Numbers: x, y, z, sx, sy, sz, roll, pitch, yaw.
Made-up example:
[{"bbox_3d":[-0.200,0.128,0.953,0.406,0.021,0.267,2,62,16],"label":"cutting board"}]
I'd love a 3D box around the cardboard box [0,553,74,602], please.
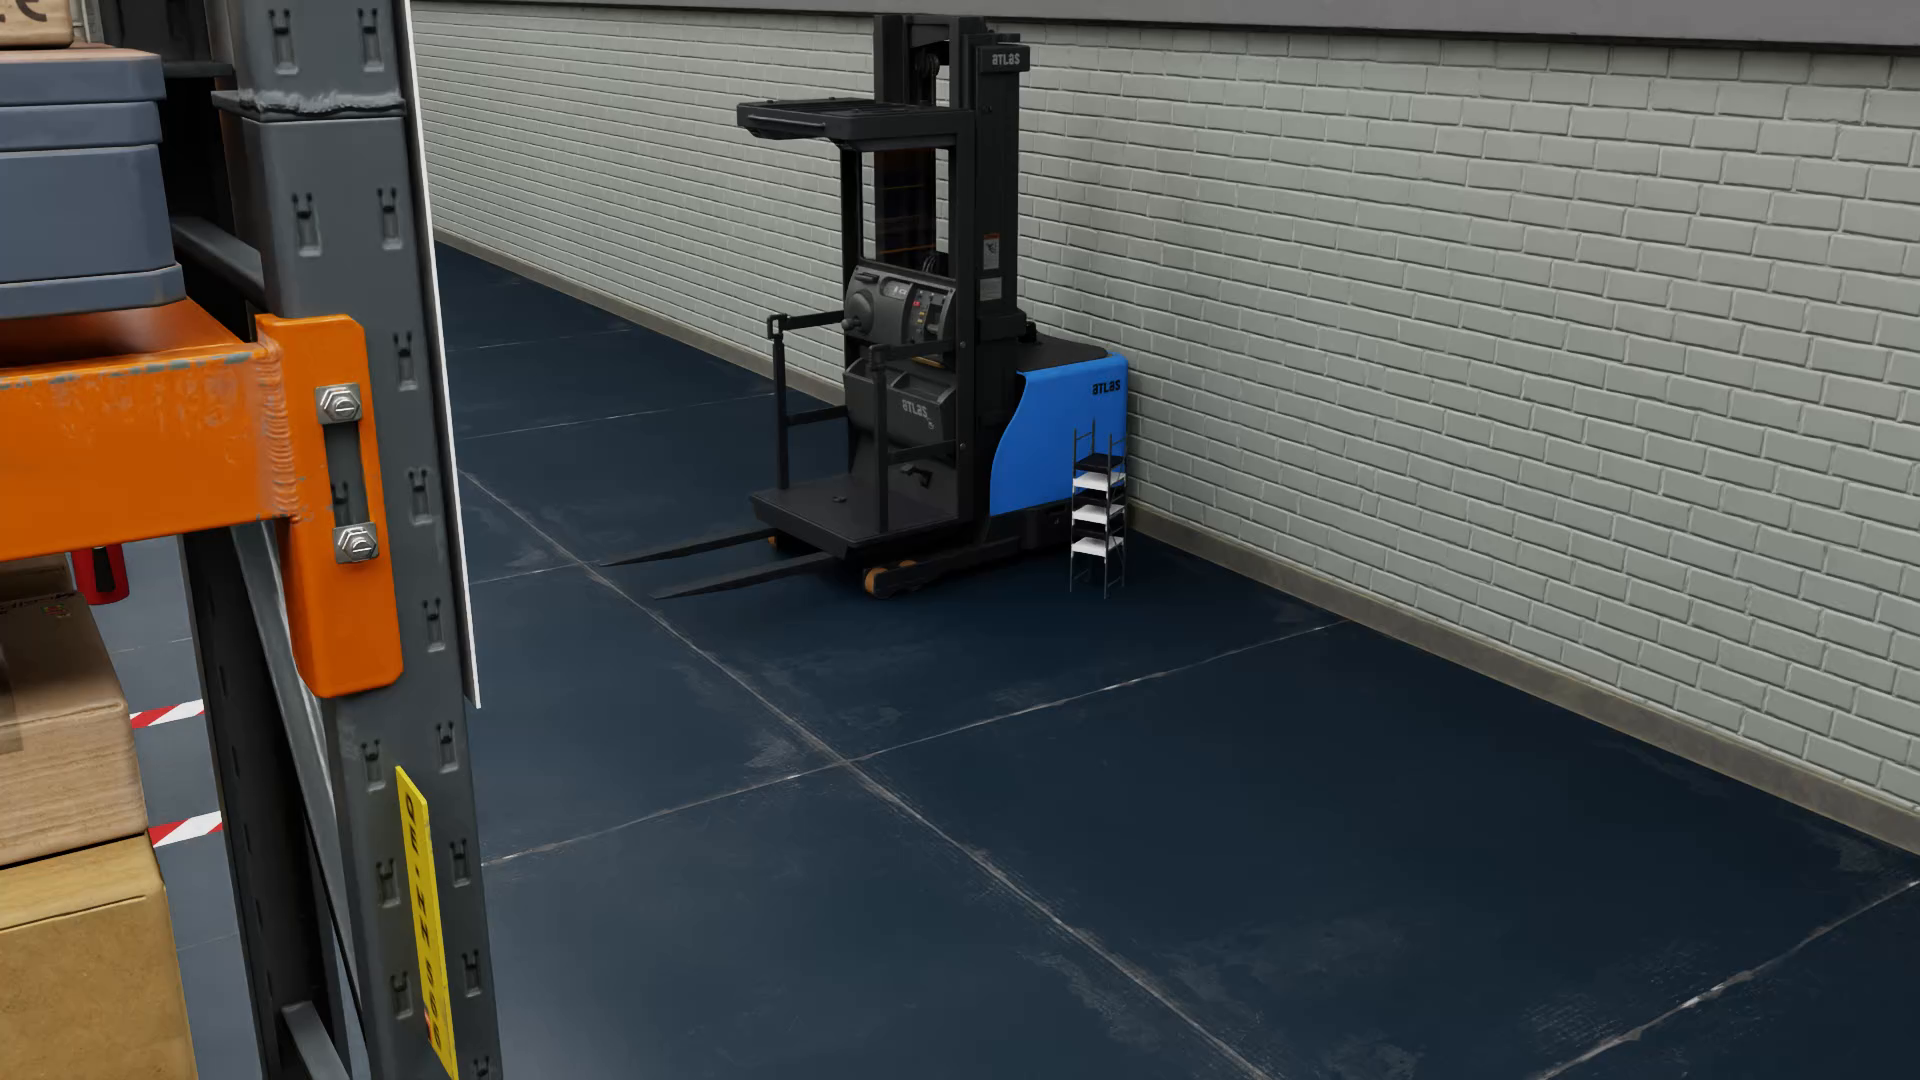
[{"bbox_3d":[-1.285,0.069,2.125,0.250,0.149,0.380,-11,22,-30],"label":"cardboard box"}]

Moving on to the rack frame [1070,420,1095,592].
[{"bbox_3d":[0.654,-0.180,8.871,0.006,0.900,0.240,11,21,29],"label":"rack frame"}]

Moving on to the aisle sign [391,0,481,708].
[{"bbox_3d":[-0.605,-0.252,1.747,0.004,0.787,0.394,-12,22,-31],"label":"aisle sign"}]

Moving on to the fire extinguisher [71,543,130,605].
[{"bbox_3d":[-3.179,-0.105,6.073,0.183,0.674,0.296,-12,22,-31],"label":"fire extinguisher"}]

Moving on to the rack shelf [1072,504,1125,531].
[{"bbox_3d":[0.741,-0.132,8.833,0.200,0.077,0.258,11,21,29],"label":"rack shelf"}]

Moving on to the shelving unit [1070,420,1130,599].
[{"bbox_3d":[0.741,-0.163,8.822,0.210,0.900,0.258,11,21,29],"label":"shelving unit"}]

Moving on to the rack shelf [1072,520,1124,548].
[{"bbox_3d":[0.741,-0.046,8.862,0.200,0.077,0.258,11,21,29],"label":"rack shelf"}]

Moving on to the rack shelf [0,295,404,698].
[{"bbox_3d":[-2.506,0.181,0.964,4.000,0.370,1.077,-12,22,-31],"label":"rack shelf"}]

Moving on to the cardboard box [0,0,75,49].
[{"bbox_3d":[-1.162,-0.584,1.526,0.500,0.250,0.500,-14,23,-36],"label":"cardboard box"}]

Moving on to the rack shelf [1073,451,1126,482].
[{"bbox_3d":[0.741,-0.387,8.747,0.200,0.077,0.258,11,21,29],"label":"rack shelf"}]

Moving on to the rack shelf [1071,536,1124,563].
[{"bbox_3d":[0.741,0.039,8.891,0.200,0.077,0.258,11,21,29],"label":"rack shelf"}]

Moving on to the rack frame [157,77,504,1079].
[{"bbox_3d":[-0.836,0.909,2.371,0.127,3.000,1.000,-12,22,-31],"label":"rack frame"}]

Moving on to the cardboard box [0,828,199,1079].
[{"bbox_3d":[-1.108,0.537,1.756,0.500,0.500,0.500,-11,22,-30],"label":"cardboard box"}]

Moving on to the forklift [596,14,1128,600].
[{"bbox_3d":[-0.498,-1.267,8.916,3.031,2.935,1.130,-14,23,-35],"label":"forklift"}]

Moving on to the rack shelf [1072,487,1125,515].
[{"bbox_3d":[0.741,-0.217,8.804,0.200,0.077,0.258,11,21,29],"label":"rack shelf"}]

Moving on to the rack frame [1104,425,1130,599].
[{"bbox_3d":[0.829,-0.147,8.773,0.006,0.900,0.240,11,21,29],"label":"rack frame"}]

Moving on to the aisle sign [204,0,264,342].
[{"bbox_3d":[-0.935,-0.412,2.222,0.004,0.787,0.394,-12,22,-31],"label":"aisle sign"}]

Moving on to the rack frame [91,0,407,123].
[{"bbox_3d":[-0.836,-1.933,1.411,0.127,3.000,1.000,-12,22,-31],"label":"rack frame"}]

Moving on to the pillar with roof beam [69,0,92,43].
[{"bbox_3d":[-10.312,-8.114,19.693,0.400,9.000,9.100,-12,22,-31],"label":"pillar with roof beam"}]

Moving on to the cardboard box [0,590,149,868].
[{"bbox_3d":[-1.026,0.198,1.746,0.250,0.149,0.380,-12,22,-31],"label":"cardboard box"}]

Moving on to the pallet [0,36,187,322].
[{"bbox_3d":[-1.450,-0.336,1.510,1.213,0.211,1.003,-12,22,-31],"label":"pallet"}]

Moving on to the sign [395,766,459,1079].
[{"bbox_3d":[-0.549,0.396,1.712,0.005,0.325,0.100,-12,22,-31],"label":"sign"}]

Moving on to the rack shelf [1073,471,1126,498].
[{"bbox_3d":[0.741,-0.302,8.775,0.200,0.077,0.258,11,21,29],"label":"rack shelf"}]
